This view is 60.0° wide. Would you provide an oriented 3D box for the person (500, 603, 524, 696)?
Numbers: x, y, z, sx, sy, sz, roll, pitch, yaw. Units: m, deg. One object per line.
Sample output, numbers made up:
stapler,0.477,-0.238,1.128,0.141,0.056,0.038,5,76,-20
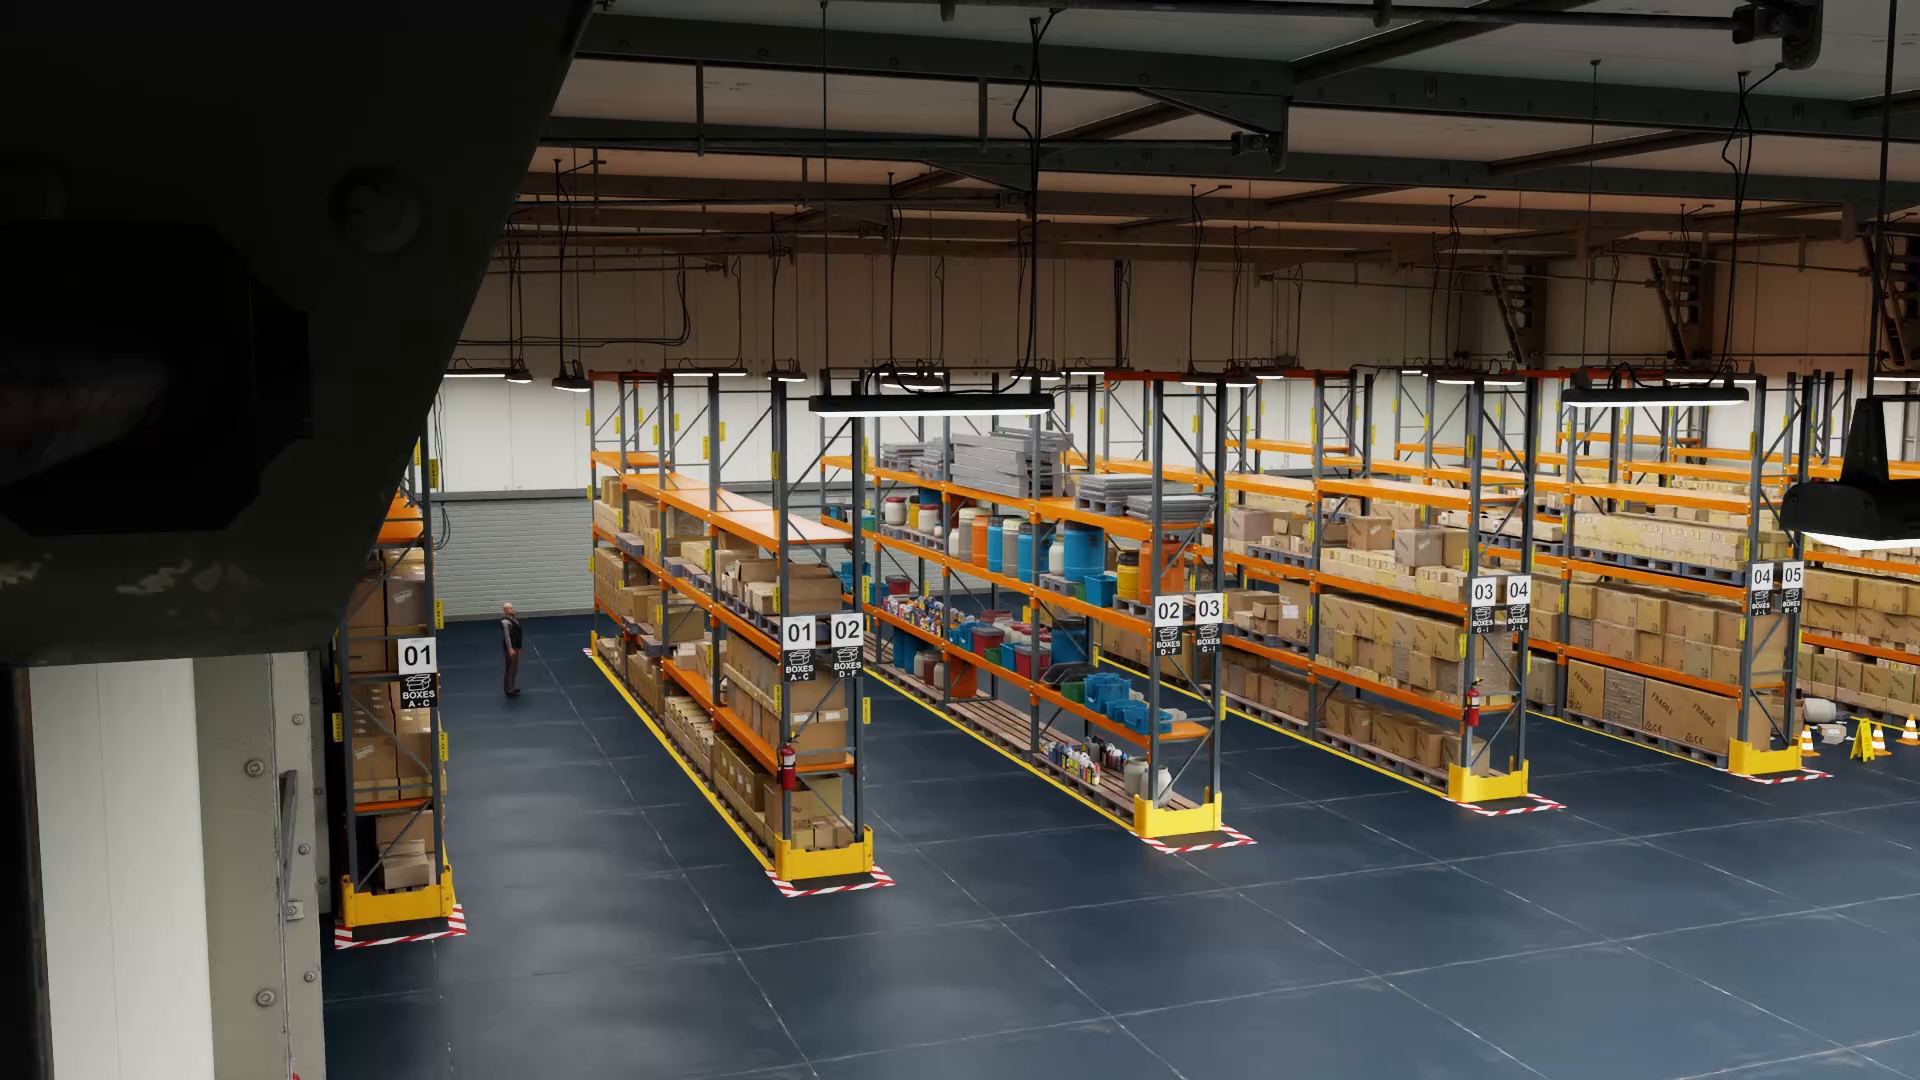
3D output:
person,-8.332,2.043,30.975,0.417,1.753,0.559,-2,7,-14
